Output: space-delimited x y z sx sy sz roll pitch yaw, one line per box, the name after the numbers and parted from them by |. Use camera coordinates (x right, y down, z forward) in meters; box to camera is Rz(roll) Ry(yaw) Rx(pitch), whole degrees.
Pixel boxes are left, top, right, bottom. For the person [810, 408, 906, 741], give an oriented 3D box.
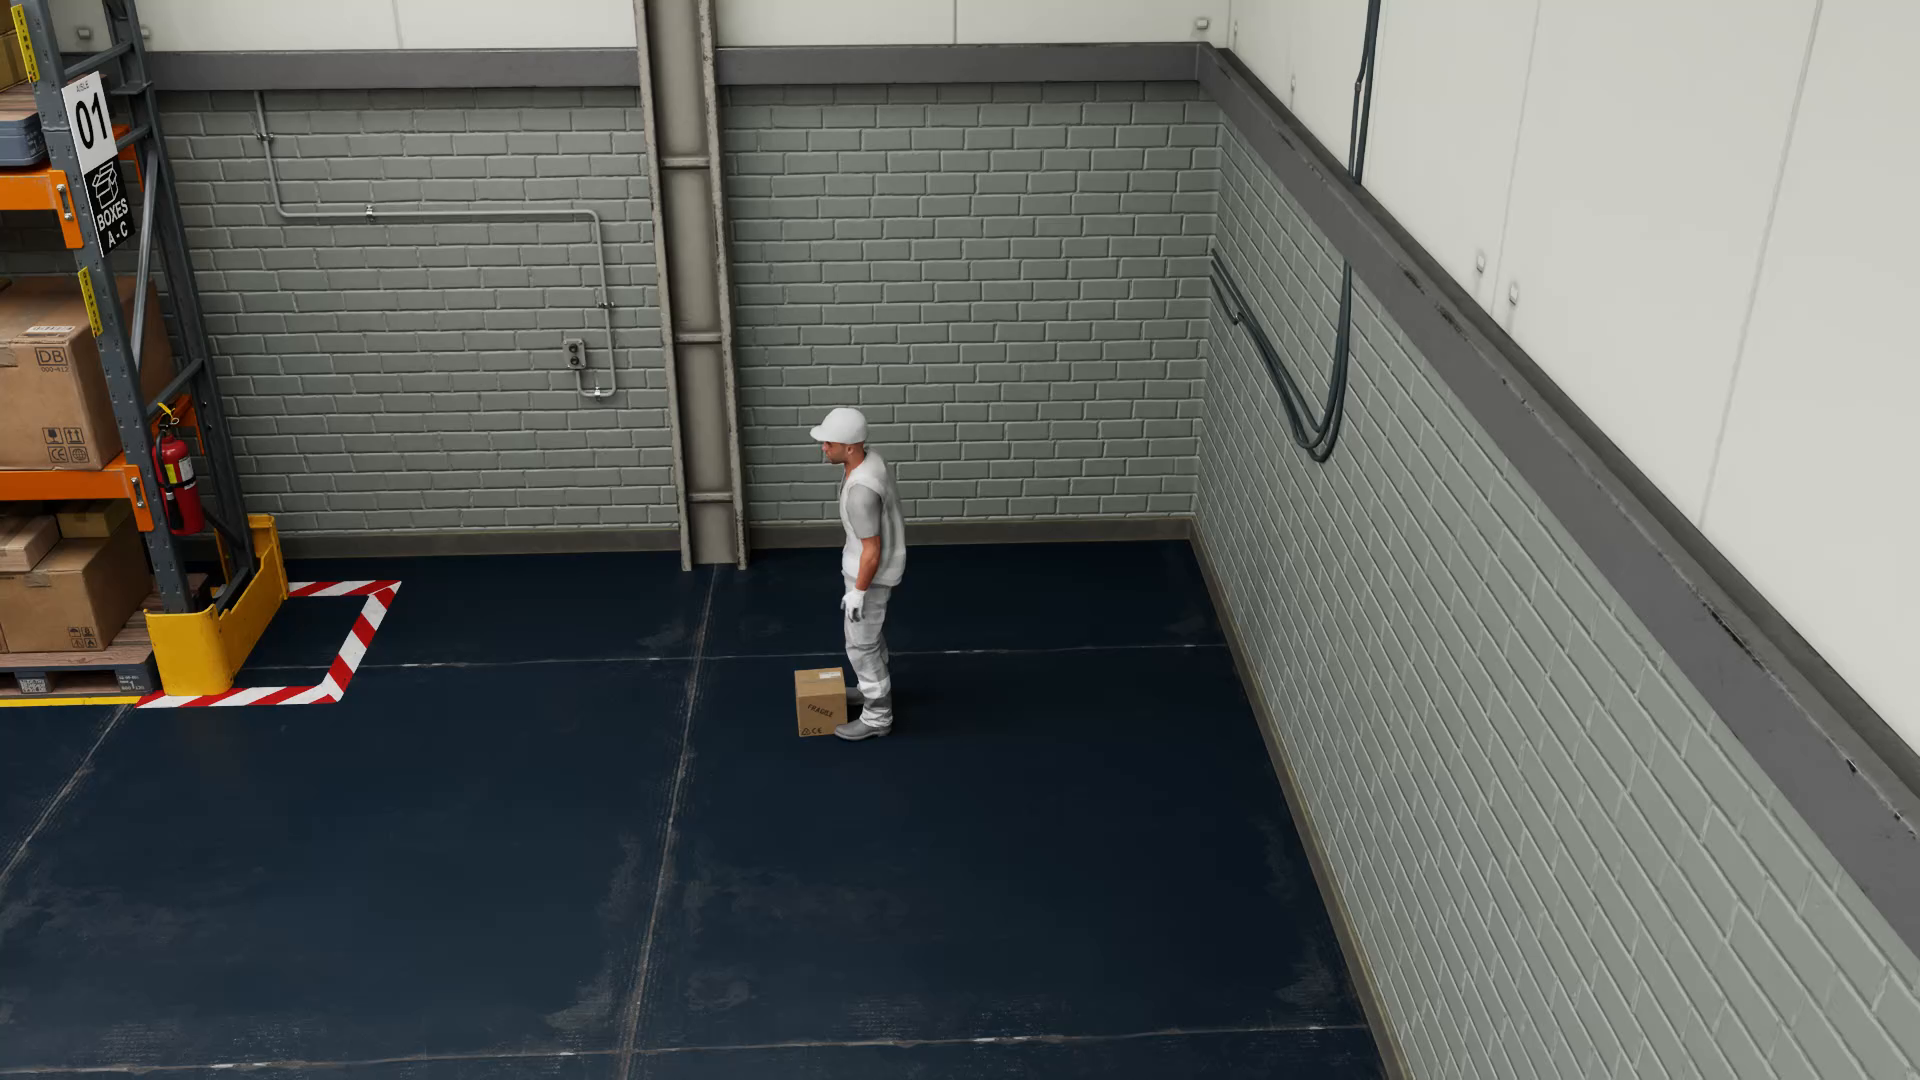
-0.491 0.158 8.296 0.448 1.779 0.609 -1 27 -2 | person
